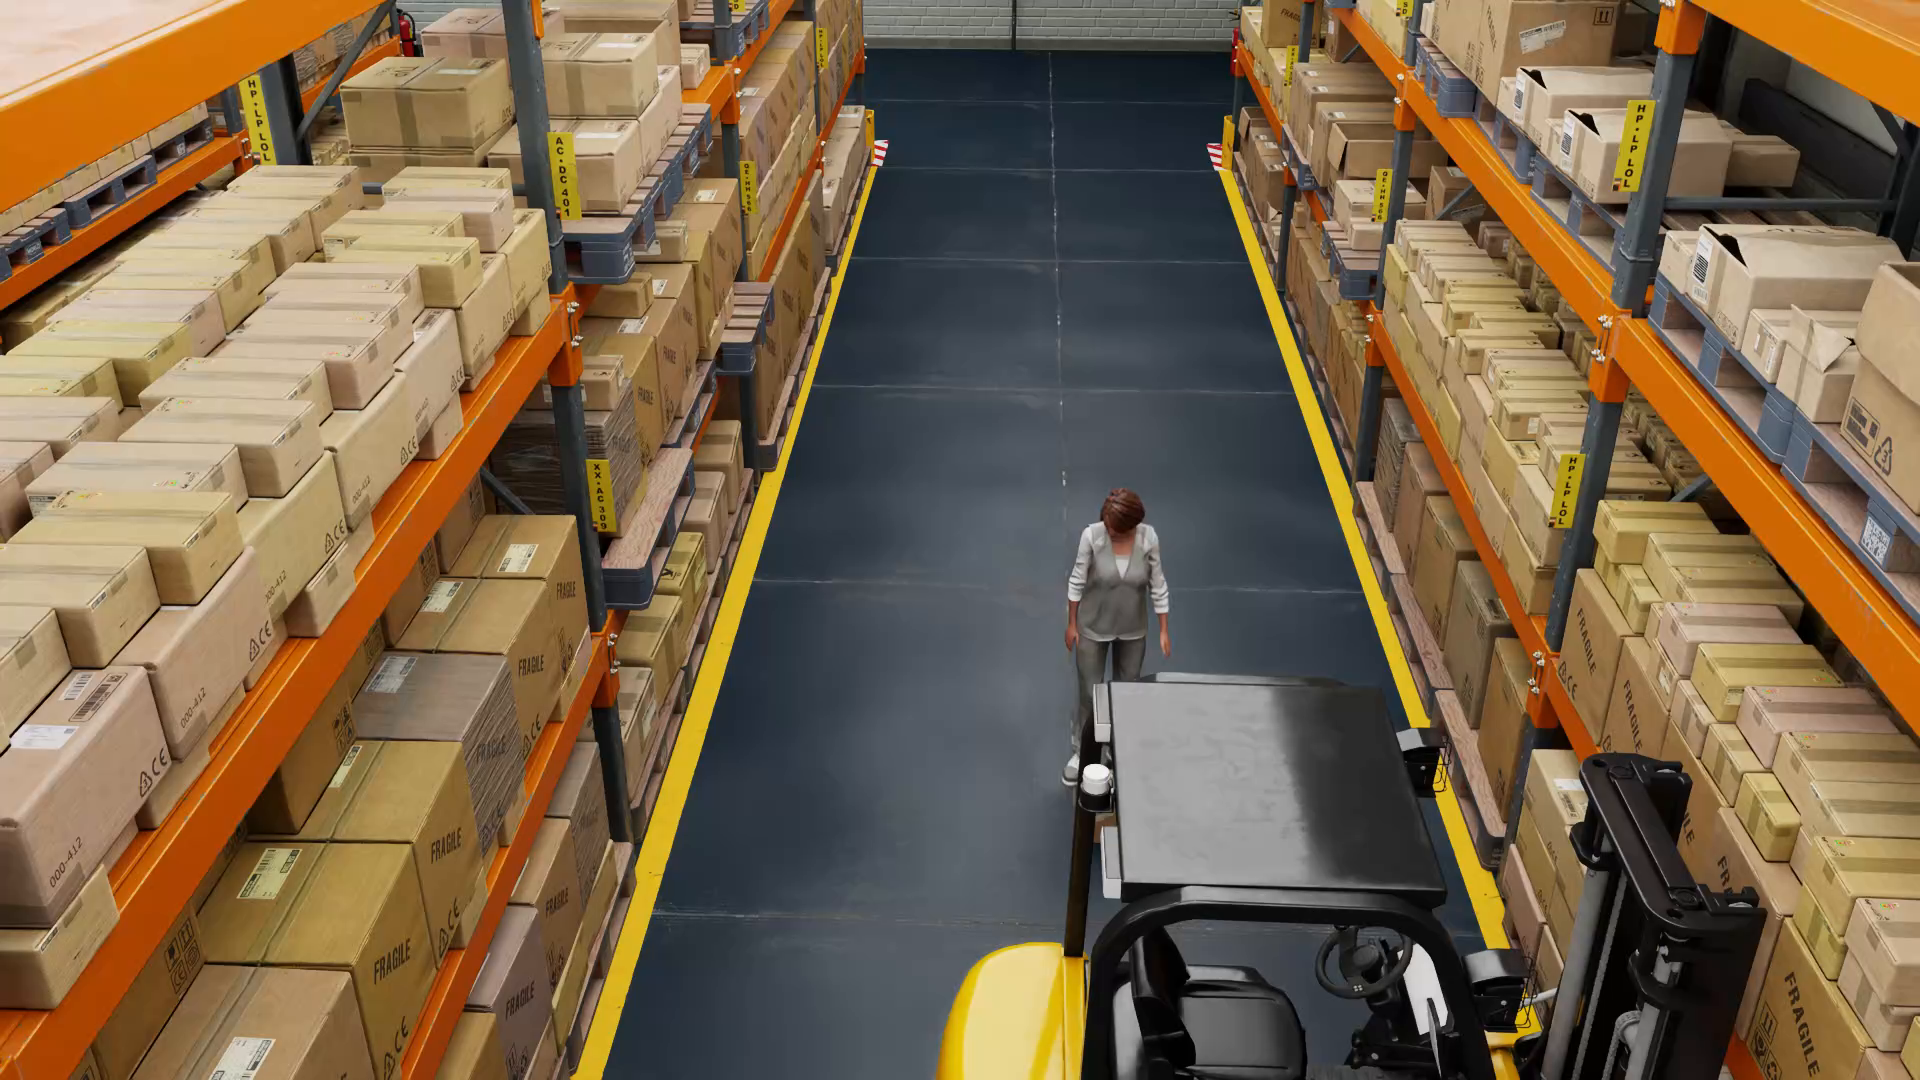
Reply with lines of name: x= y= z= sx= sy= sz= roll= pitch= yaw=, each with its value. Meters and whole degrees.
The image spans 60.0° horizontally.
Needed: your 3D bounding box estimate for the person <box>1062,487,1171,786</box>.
person: x=0.749 y=0.447 z=8.001 sx=0.511 sy=1.613 sz=0.326 roll=-4 pitch=29 yaw=-7
